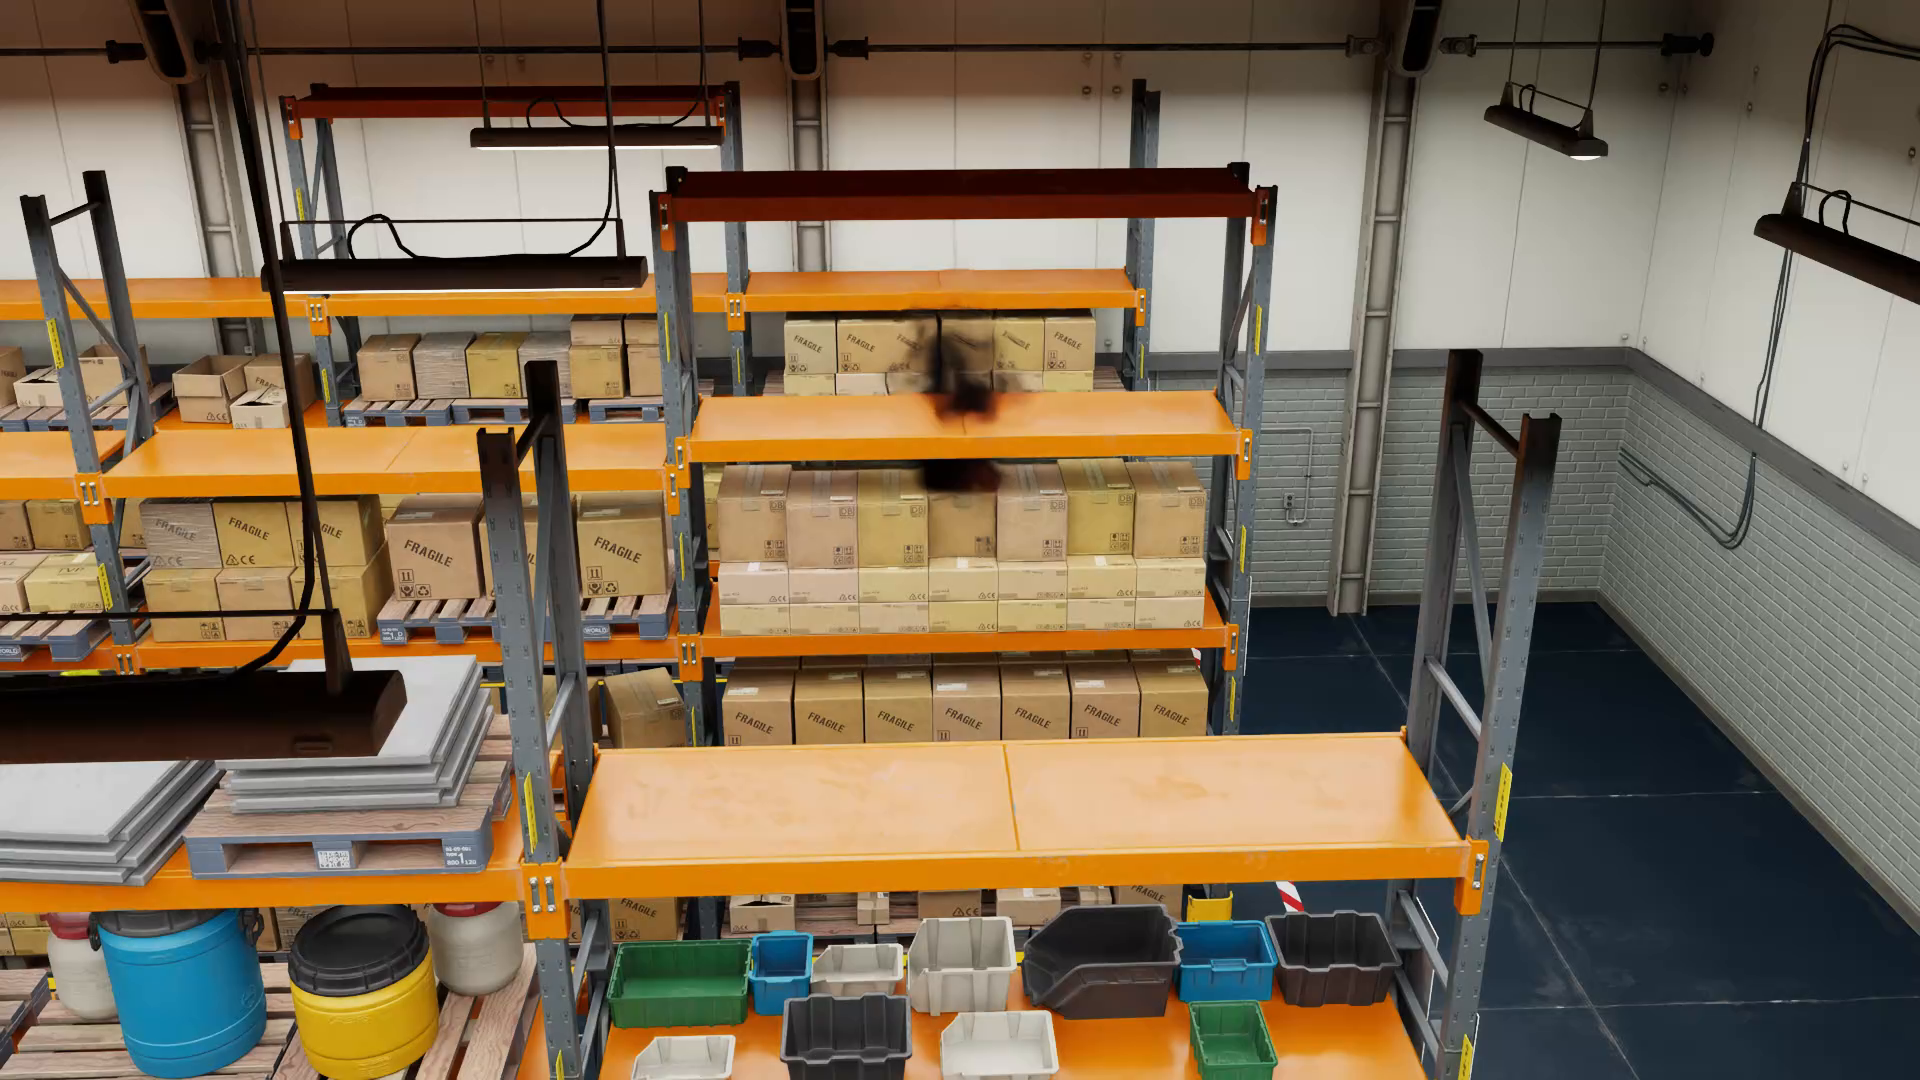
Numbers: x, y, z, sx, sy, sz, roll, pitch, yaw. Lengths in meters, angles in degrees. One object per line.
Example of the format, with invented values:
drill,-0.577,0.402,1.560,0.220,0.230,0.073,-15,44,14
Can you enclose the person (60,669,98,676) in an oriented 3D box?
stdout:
person,-7.484,1.844,14.312,0.592,1.720,0.693,-3,22,-8
